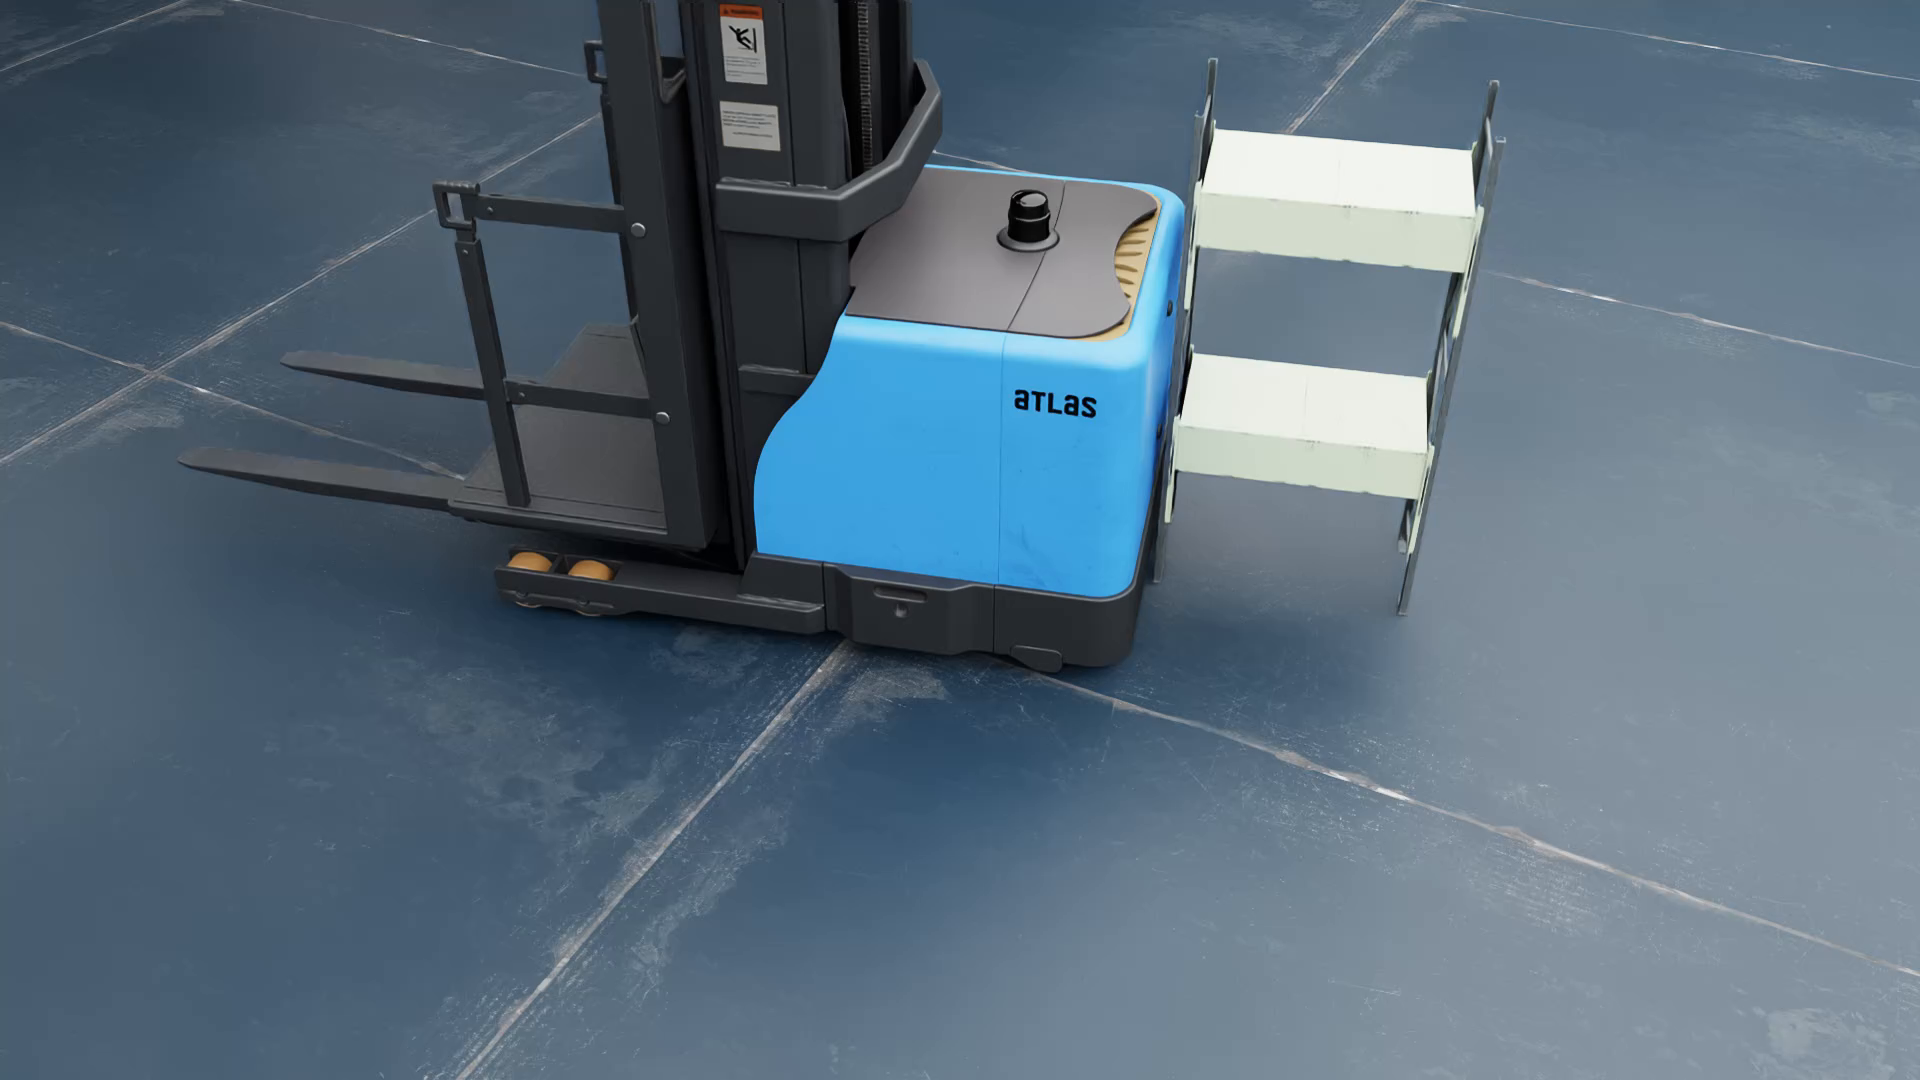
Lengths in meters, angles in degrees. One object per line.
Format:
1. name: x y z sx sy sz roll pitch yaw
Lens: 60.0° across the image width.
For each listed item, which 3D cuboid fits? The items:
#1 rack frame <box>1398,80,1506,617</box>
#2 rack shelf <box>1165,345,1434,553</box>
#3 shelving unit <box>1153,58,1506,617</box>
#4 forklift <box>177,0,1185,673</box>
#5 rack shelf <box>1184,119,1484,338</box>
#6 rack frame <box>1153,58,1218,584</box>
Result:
1. rack frame: 1.357 -0.489 4.653 0.023 1.500 0.400 7 38 10
2. rack shelf: 1.000 -0.275 4.912 0.720 0.370 0.431 7 38 10
3. shelving unit: 1.000 -0.535 4.714 0.755 1.500 0.431 7 38 10
4. forklift: -0.907 -1.244 4.464 3.031 2.935 1.130 7 38 10
5. rack shelf: 1.000 -0.846 4.479 0.720 0.370 0.431 7 38 10
6. rack frame: 0.642 -0.581 4.776 0.023 1.500 0.400 7 38 10
